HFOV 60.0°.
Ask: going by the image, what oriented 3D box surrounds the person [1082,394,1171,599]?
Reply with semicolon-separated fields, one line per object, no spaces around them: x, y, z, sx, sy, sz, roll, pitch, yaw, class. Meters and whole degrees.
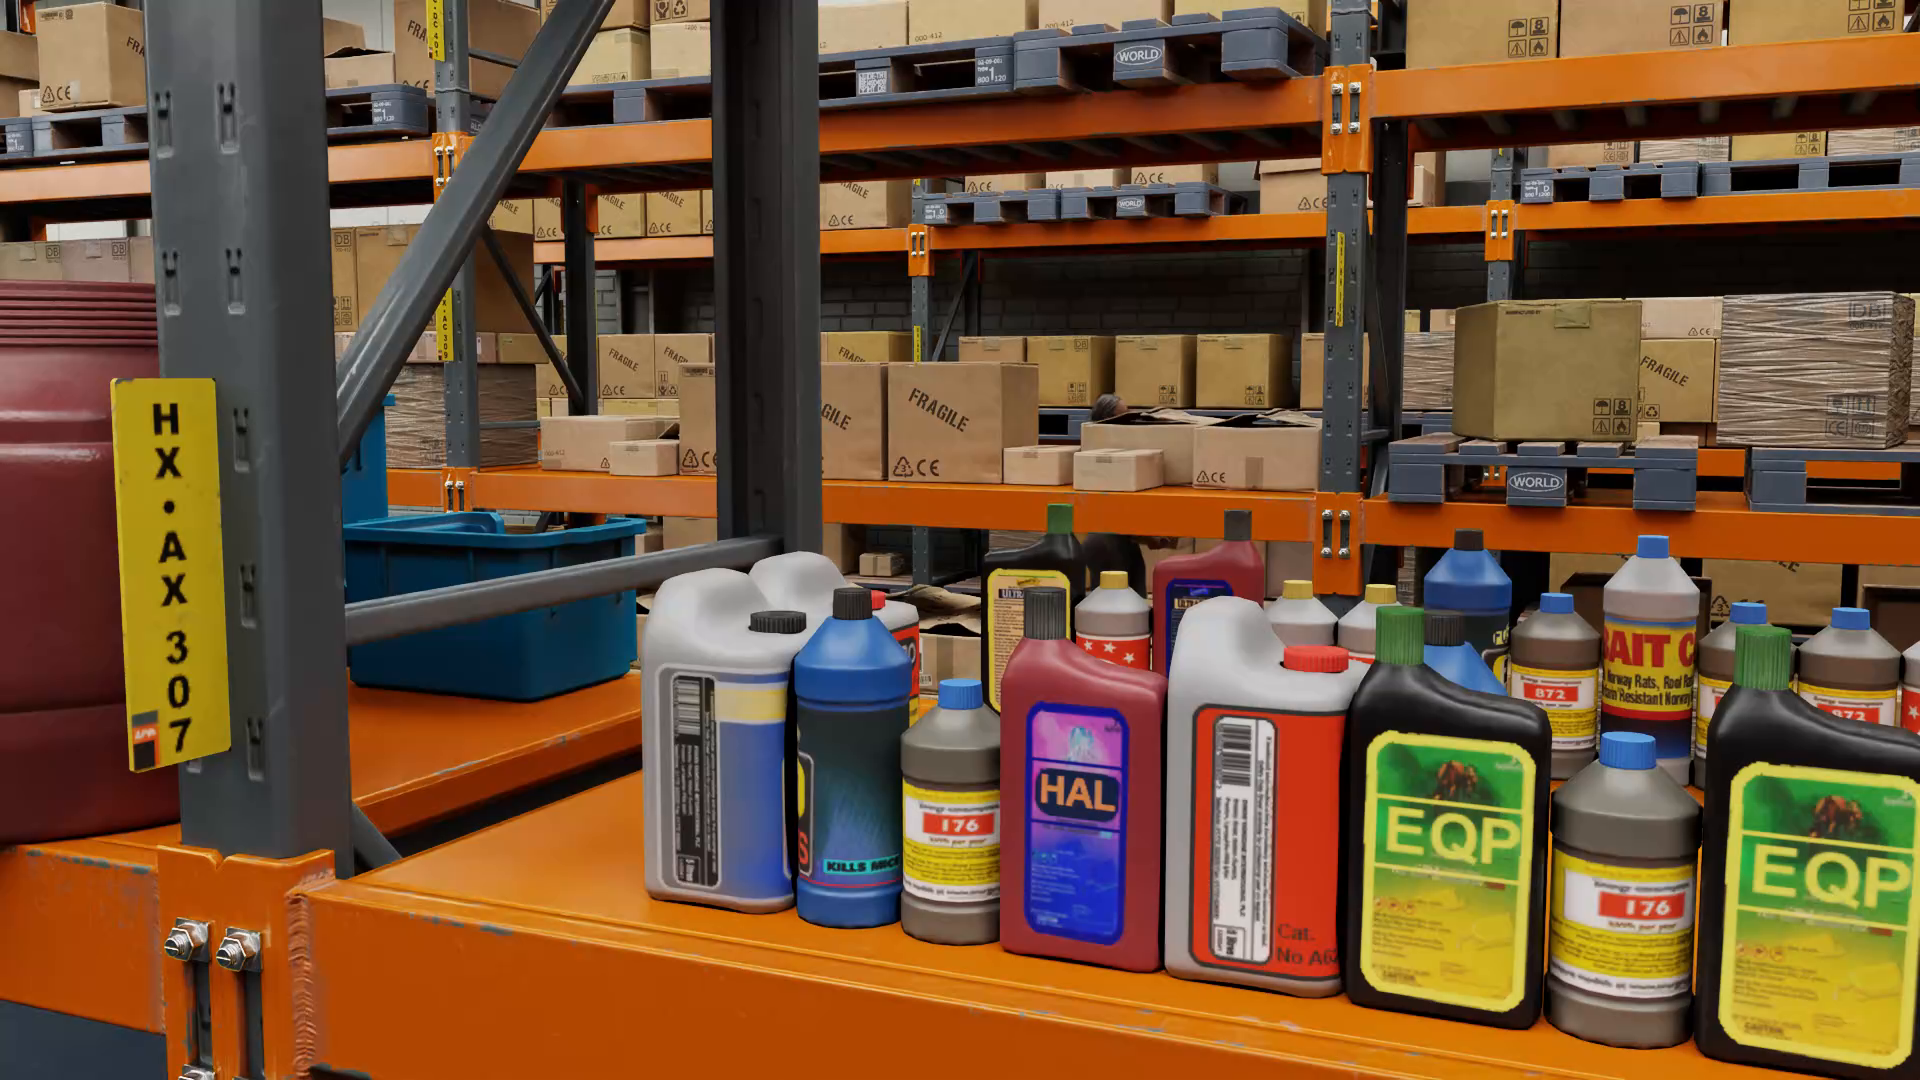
0.897;0.063;8.722;0.518;1.650;0.451;3;6;25;person
